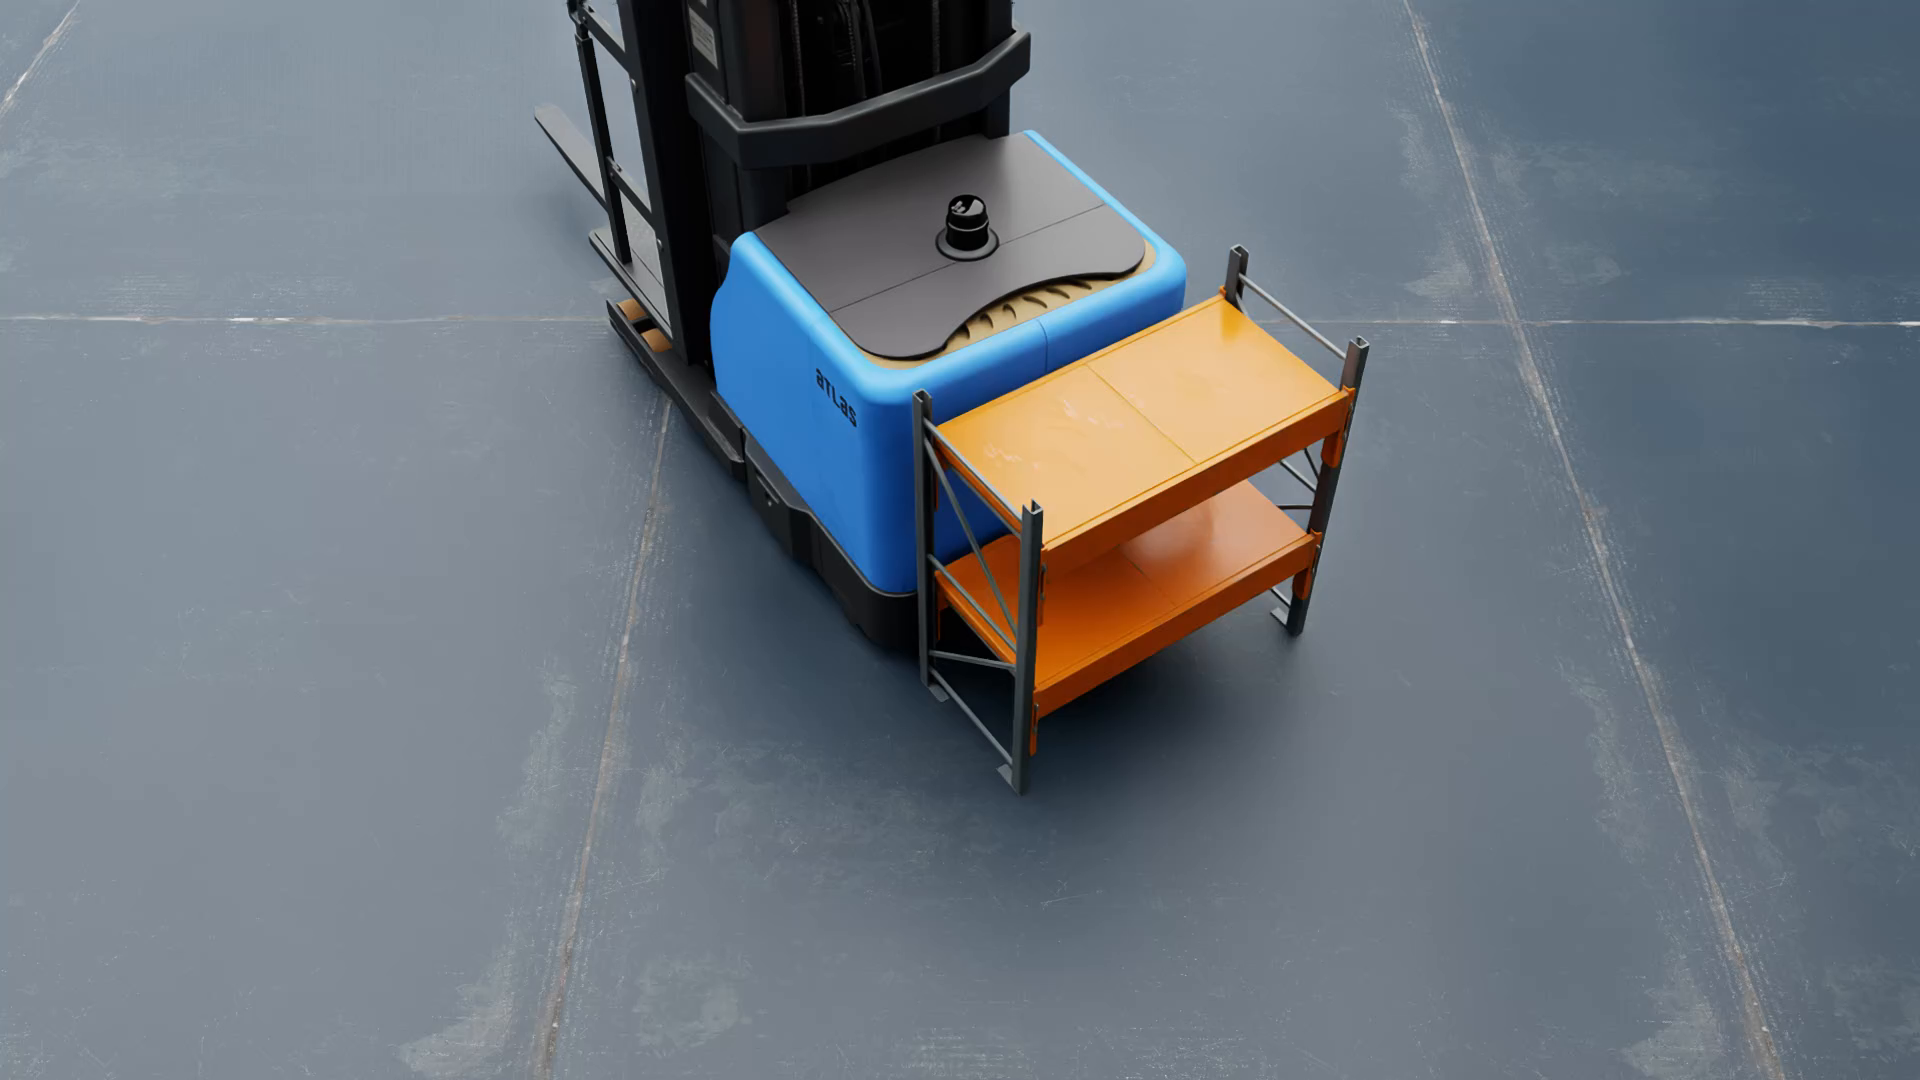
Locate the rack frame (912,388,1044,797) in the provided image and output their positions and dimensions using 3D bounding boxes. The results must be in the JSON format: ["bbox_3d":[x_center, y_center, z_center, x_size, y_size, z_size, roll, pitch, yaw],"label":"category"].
[{"bbox_3d":[0.037,0.169,4.324,0.032,1.125,0.500,-27,53,-23],"label":"rack frame"}]

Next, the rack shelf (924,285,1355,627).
[{"bbox_3d":[0.456,-0.241,4.306,1.000,0.278,0.538,-27,53,-23],"label":"rack shelf"}]

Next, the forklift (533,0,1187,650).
[{"bbox_3d":[-0.580,-1.738,4.865,1.130,2.935,3.031,-25,52,-21],"label":"forklift"}]

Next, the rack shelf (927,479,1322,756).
[{"bbox_3d":[0.456,0.125,4.699,1.000,0.278,0.538,-27,53,-23],"label":"rack shelf"}]

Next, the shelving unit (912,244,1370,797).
[{"bbox_3d":[0.456,-0.042,4.520,1.048,1.125,0.538,-27,53,-23],"label":"shelving unit"}]

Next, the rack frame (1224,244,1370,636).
[{"bbox_3d":[0.875,-0.252,4.716,0.032,1.125,0.500,-27,53,-23],"label":"rack frame"}]
